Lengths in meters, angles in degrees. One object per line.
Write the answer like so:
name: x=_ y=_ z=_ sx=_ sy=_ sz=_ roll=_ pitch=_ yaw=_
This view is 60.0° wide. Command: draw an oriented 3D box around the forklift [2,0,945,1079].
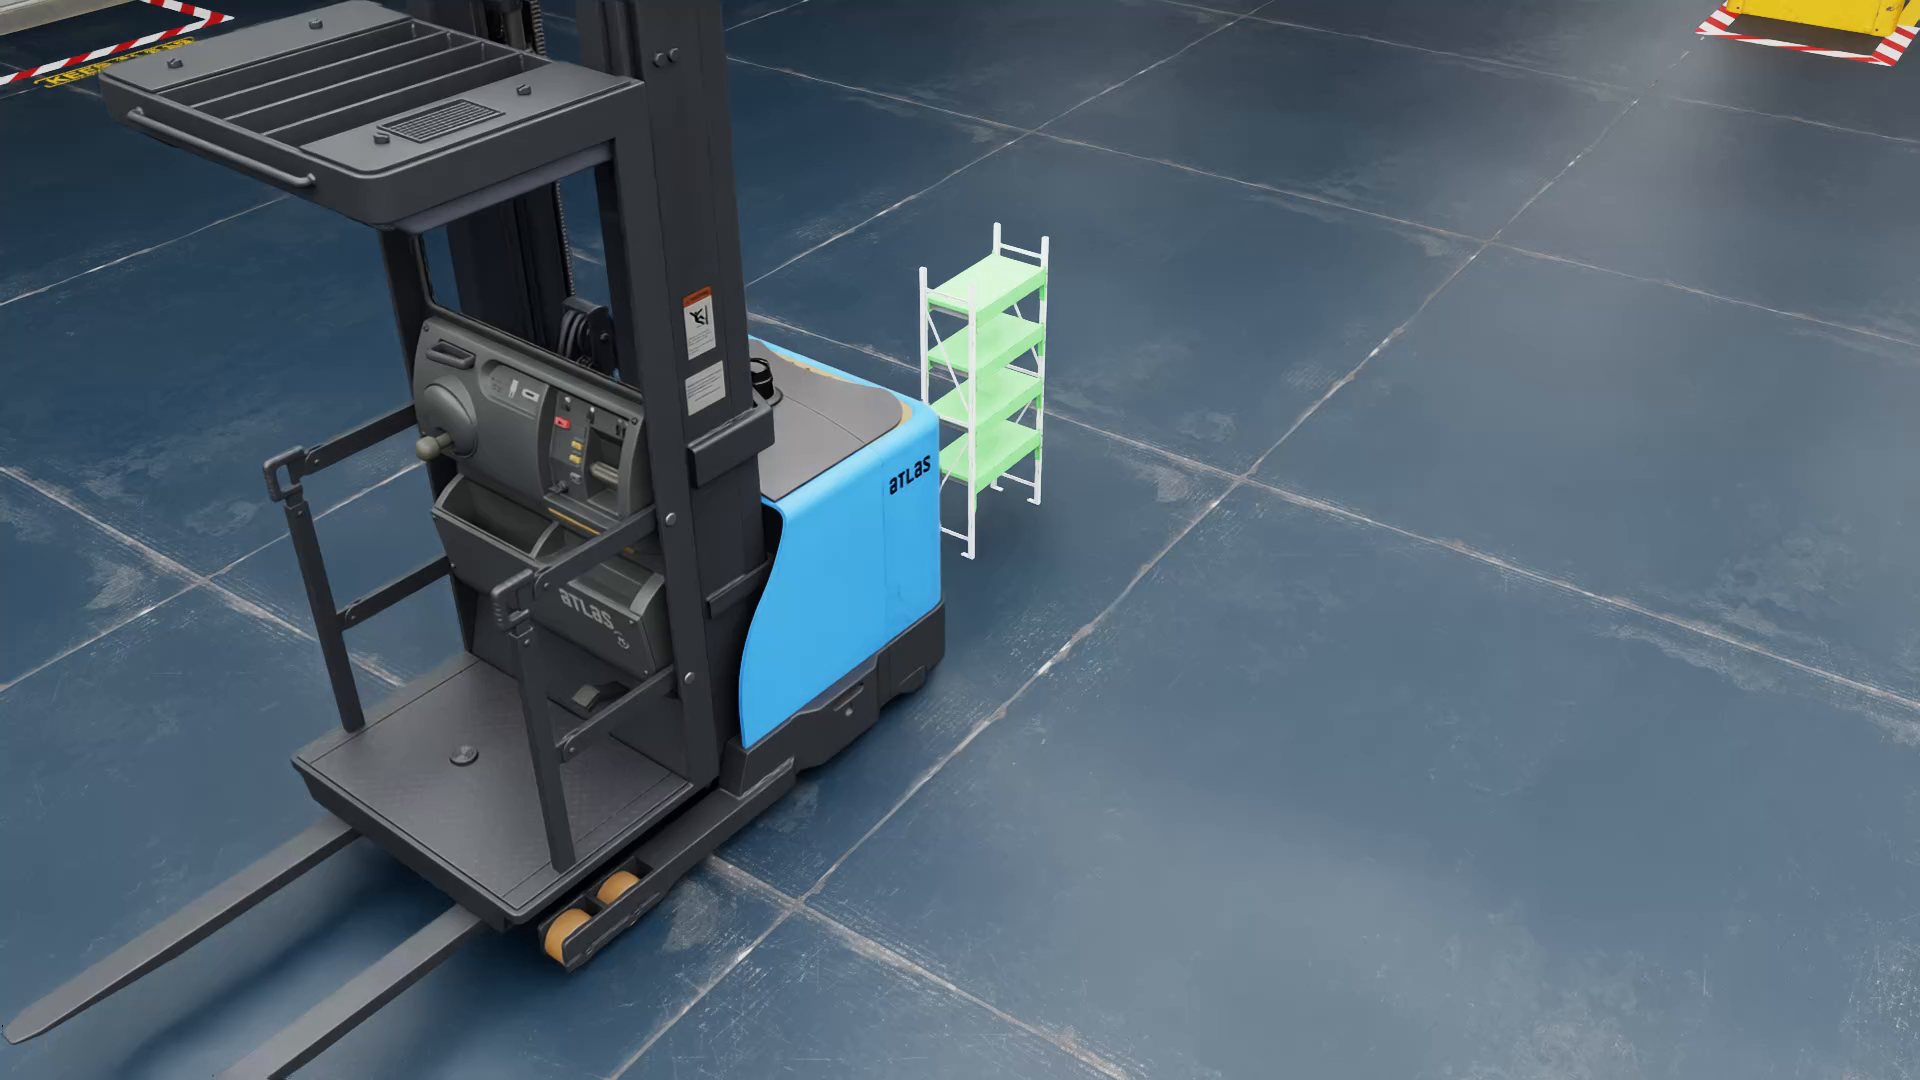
forklift: x=-1.354 y=-0.274 z=4.539 sx=1.130 sy=2.935 sz=3.031 roll=24 pitch=41 yaw=31

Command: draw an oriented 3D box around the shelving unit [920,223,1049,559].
shelving unit: x=0.094 y=-0.573 z=6.527 sx=0.258 sy=1.200 sz=0.503 roll=21 pitch=39 yaw=28

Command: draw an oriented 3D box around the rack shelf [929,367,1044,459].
rack shelf: x=0.094 y=-0.520 z=6.562 sx=0.258 sy=0.148 sz=0.480 roll=21 pitch=39 yaw=28

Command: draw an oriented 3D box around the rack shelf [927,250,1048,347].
rack shelf: x=0.094 y=-0.918 z=6.293 sx=0.258 sy=0.148 sz=0.480 roll=21 pitch=39 yaw=28

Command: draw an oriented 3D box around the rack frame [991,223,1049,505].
rack frame: x=0.234 y=-0.685 z=6.693 sx=0.240 sy=1.200 sz=0.015 roll=21 pitch=39 yaw=28

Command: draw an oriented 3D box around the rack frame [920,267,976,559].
rack frame: x=-0.045 y=-0.461 z=6.360 sx=0.240 sy=1.200 sz=0.015 roll=21 pitch=39 yaw=28

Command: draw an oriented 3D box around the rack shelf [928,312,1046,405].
rack shelf: x=0.094 y=-0.719 z=6.428 sx=0.258 sy=0.148 sz=0.480 roll=21 pitch=39 yaw=28

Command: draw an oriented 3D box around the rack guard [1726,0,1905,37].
rack guard: x=6.433 y=-4.156 z=12.449 sx=1.175 sy=0.500 sz=0.348 roll=21 pitch=39 yaw=28

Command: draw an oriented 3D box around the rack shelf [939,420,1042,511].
rack shelf: x=0.094 y=-0.321 z=6.697 sx=0.258 sy=0.148 sz=0.480 roll=21 pitch=39 yaw=28
